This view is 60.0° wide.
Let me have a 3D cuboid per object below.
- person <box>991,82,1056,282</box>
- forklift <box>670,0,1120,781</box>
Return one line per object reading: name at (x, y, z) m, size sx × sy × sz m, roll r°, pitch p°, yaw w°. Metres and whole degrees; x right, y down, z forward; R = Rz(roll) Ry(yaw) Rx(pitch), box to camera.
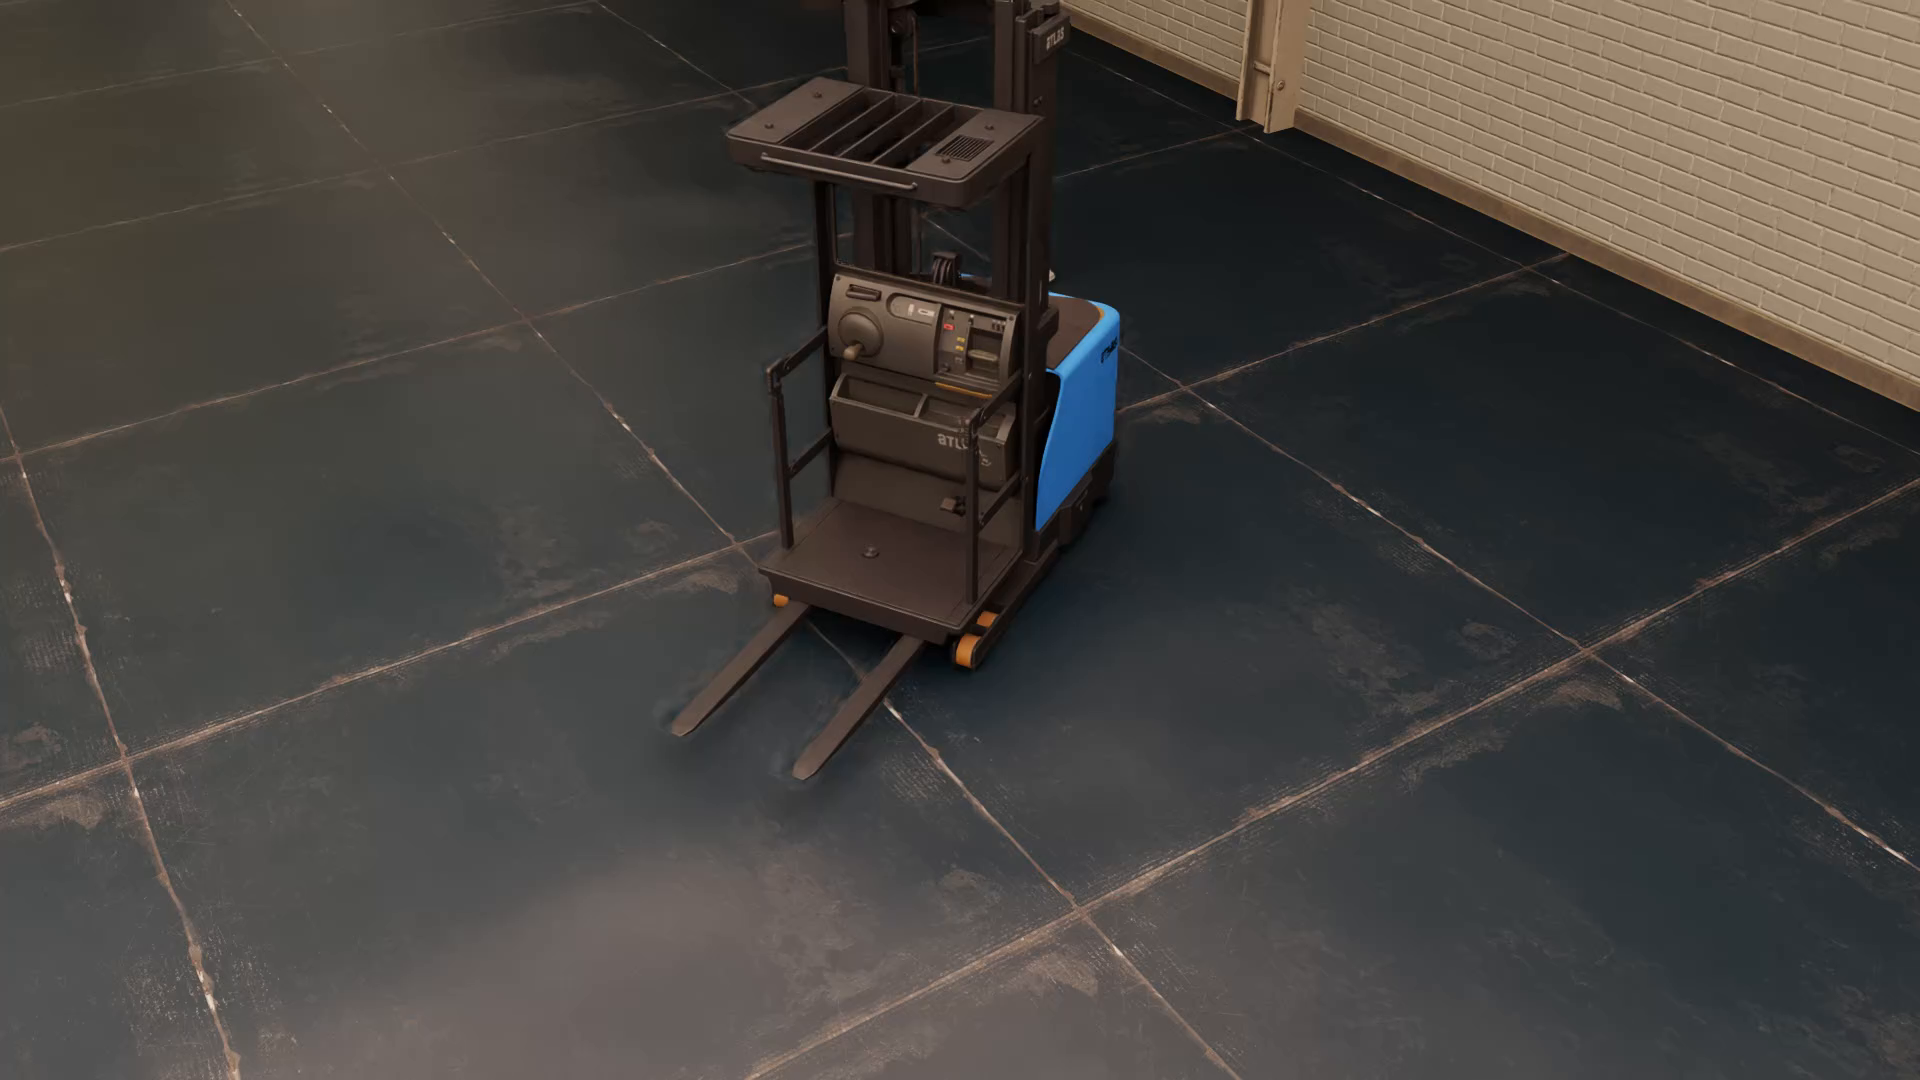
person at (0.419, -2.550, 10.787) m, size 0.433 × 1.772 × 0.665 m, roll -1°, pitch 35°, yaw -2°
forklift at (-0.272, -0.885, 7.407) m, size 1.130 × 2.935 × 3.031 m, roll 16°, pitch 38°, yaw 21°
